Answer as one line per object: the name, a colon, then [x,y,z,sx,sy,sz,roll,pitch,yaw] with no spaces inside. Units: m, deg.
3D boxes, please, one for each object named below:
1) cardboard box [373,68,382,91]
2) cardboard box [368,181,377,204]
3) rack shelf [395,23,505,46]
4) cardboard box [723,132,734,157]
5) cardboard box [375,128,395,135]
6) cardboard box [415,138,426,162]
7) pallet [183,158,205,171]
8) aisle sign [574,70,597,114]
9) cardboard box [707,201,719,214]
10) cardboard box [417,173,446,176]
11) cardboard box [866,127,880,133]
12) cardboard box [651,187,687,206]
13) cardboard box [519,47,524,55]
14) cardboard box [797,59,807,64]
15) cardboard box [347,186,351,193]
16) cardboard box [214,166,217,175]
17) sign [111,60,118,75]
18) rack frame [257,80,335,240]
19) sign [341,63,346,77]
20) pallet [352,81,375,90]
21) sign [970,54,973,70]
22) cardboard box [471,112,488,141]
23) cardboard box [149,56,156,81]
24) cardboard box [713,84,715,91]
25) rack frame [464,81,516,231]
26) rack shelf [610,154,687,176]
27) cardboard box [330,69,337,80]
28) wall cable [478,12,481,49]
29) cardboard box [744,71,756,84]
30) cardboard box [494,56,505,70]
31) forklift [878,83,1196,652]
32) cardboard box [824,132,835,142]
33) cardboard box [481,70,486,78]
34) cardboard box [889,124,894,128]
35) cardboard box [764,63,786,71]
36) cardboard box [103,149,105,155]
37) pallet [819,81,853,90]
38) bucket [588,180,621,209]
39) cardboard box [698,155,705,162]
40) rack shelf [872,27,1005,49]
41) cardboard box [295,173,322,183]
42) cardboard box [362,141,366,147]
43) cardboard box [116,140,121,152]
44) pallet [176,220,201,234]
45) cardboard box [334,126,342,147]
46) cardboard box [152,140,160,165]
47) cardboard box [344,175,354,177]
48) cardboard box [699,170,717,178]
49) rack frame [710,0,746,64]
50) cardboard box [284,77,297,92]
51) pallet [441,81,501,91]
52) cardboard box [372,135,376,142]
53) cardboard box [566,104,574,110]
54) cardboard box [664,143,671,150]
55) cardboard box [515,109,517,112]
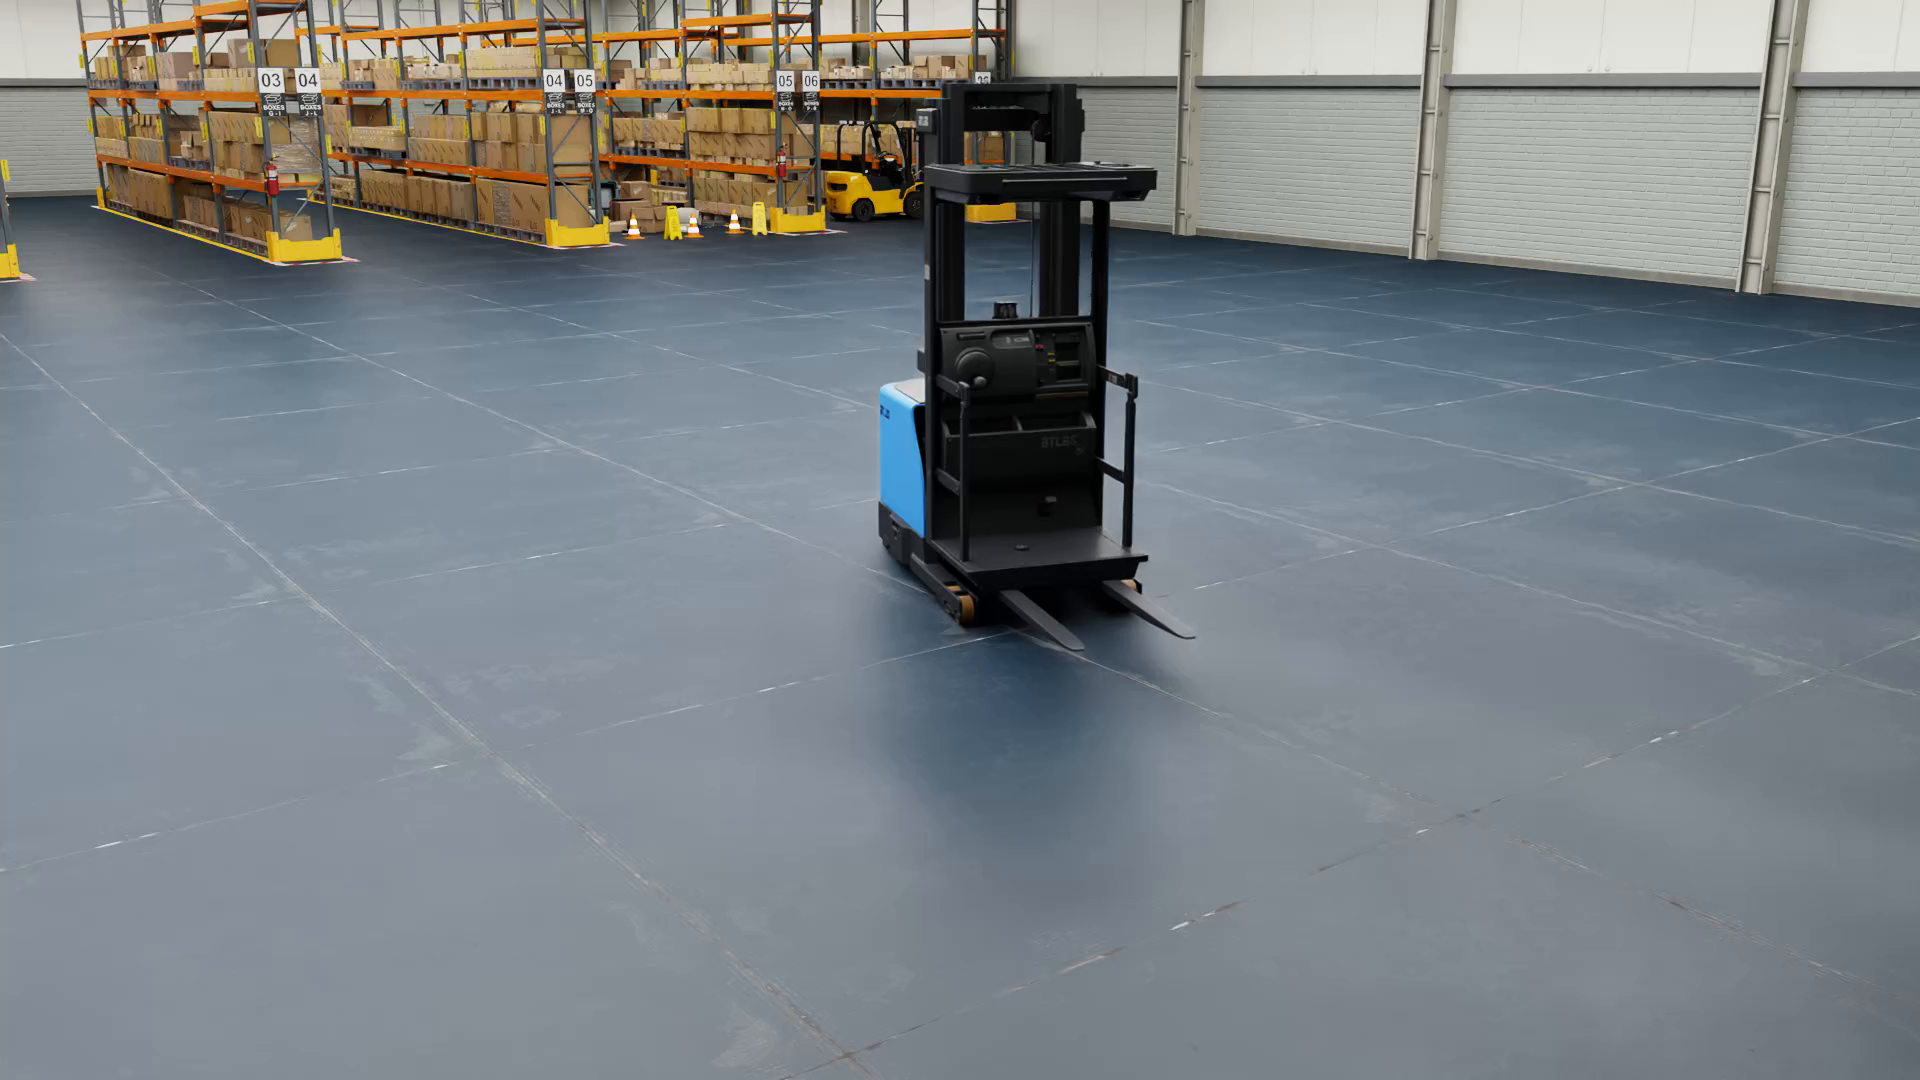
cardboard box: [-13.099,-10.560,38.104,0.500,0.500,0.500,-11,19,-35]
cardboard box: [-13.782,-8.309,39.693,0.500,0.500,0.500,-10,18,-32]
rack shelf: [-10.787,-10.697,35.232,1.077,0.370,4.000,-11,19,-35]
cardboard box: [-4.721,-8.443,35.488,0.500,0.500,0.500,-11,19,-34]
cardboard box: [-13.219,-9.391,38.258,0.380,0.149,0.250,-11,19,-35]
cardboard box: [-11.616,-8.572,36.525,0.500,0.500,0.500,-11,19,-35]
pallet: [-14.837,-7.513,33.207,1.003,0.211,1.213,-11,19,-35]
aisle sign: [-6.975,-8.347,30.967,0.394,0.787,0.004,-11,19,-35]
cardboard box: [-5.215,-7.302,36.486,0.500,0.250,0.500,-10,18,-31]
cardboard box: [-12.172,-8.313,38.288,0.500,0.250,0.500,-12,19,-37]
cardboard box: [-2.034,-9.877,40.062,0.380,0.149,0.250,-10,18,-33]
cardboard box: [-6.812,-8.054,39.002,0.950,0.372,0.625,-10,18,-33]
cardboard box: [-8.028,-9.150,31.125,0.380,0.149,0.250,-10,18,-34]
cardboard box: [-3.776,-11.884,41.960,0.500,0.500,0.500,-11,19,-34]
cardboard box: [-14.926,-8.669,41.109,0.380,0.149,0.250,-12,19,-37]
cardboard box: [-13.799,-6.954,31.277,0.380,0.149,0.250,-11,19,-35]
sign: [-18.834,-10.524,37.033,0.100,0.325,0.005,-11,19,-35]
rack frame: [-11.330,-6.313,28.461,1.000,3.000,0.127,-11,19,-35]
sign: [-14.749,-11.234,39.780,0.100,0.325,0.005,-11,19,-35]
pallet: [-13.425,-10.611,38.837,1.213,0.211,1.003,-11,19,-35]
sign: [0.251,-10.377,36.100,0.100,0.325,0.005,-11,19,-35]
cardboard box: [-9.422,-8.425,33.846,0.875,0.550,0.550,-11,19,-35]
cardboard box: [-16.451,-9.840,34.673,0.797,0.503,0.637,-10,18,-31]
cardboard box: [-5.074,-9.708,35.658,0.380,0.149,0.250,-12,19,-36]
rack frame: [-9.611,-7.916,34.316,1.000,3.000,0.127,-11,19,-35]
rack shelf: [-6.842,-8.786,38.857,1.077,0.370,4.000,-11,19,-35]
cardboard box: [-15.088,-11.412,40.744,0.500,0.250,0.500,-12,19,-37]
wall cable: [-15.684,-15.449,50.475,2.355,3.000,0.029,-11,19,-35]
cardboard box: [-4.117,-9.547,34.313,0.500,0.250,0.500,-11,19,-35]
cardboard box: [-8.657,-9.214,32.111,0.500,0.250,0.500,-11,19,-34]
forklift: [0.409,-1.059,9.392,1.130,2.935,3.031,-5,16,-18]
cardboard box: [-3.035,-10.040,41.416,0.500,0.250,0.500,-11,19,-34]
cardboard box: [-9.225,-9.200,32.816,0.380,0.149,0.250,-11,19,-35]
cardboard box: [-1.465,-9.828,39.322,0.380,0.149,0.250,-11,19,-34]
cardboard box: [-3.752,-9.588,33.710,0.380,0.149,0.250,-11,19,-34]
cardboard box: [-20.339,-9.317,39.912,0.380,0.149,0.250,-11,19,-35]
pallet: [-2.874,-11.318,41.420,1.003,0.211,1.213,-10,18,-32]
bucket: [-7.666,-7.399,35.749,0.726,0.611,0.620,-4,6,-15]
cardboard box: [-5.550,-8.422,36.640,0.380,0.149,0.250,-10,18,-33]
rack shelf: [-0.477,-11.404,37.815,1.077,0.370,4.000,-11,19,-35]
cardboard box: [-11.305,-6.290,28.852,0.380,0.149,0.250,-11,19,-35]
cardboard box: [-13.847,-9.330,39.162,0.380,0.149,0.250,-12,19,-37]
cardboard box: [-19.164,-9.111,38.402,0.500,0.250,0.500,-10,18,-33]
pallet: [-15.576,-6.510,34.460,1.003,0.211,1.213,-11,19,-35]
cardboard box: [-15.132,-9.986,41.128,0.500,0.500,0.500,-11,19,-36]
cardboard box: [-16.813,-8.244,35.326,0.500,0.500,0.500,-11,19,-35]
cardboard box: [-15.794,-9.421,43.293,0.380,0.149,0.250,-11,19,-36]
cardboard box: [-5.513,-8.053,36.580,0.380,0.149,0.250,-11,19,-34]
rack frame: [-6.357,-14.079,45.469,1.000,3.000,0.127,-11,19,-35]
cardboard box: [-11.405,-7.831,28.608,0.500,0.250,0.500,-10,18,-33]
pallet: [-10.190,-9.458,34.633,0.805,0.209,1.217,-12,19,-37]
cardboard box: [-13.382,-9.305,38.508,0.380,0.149,0.250,-10,18,-33]
cardboard box: [-10.346,-11.365,43.606,0.380,0.149,0.250,-11,19,-35]
cardboard box: [-6.513,-8.963,37.821,0.380,0.149,0.250,-11,19,-35]
cardboard box: [-11.758,-11.328,44.698,0.500,0.500,0.500,-11,19,-34]
